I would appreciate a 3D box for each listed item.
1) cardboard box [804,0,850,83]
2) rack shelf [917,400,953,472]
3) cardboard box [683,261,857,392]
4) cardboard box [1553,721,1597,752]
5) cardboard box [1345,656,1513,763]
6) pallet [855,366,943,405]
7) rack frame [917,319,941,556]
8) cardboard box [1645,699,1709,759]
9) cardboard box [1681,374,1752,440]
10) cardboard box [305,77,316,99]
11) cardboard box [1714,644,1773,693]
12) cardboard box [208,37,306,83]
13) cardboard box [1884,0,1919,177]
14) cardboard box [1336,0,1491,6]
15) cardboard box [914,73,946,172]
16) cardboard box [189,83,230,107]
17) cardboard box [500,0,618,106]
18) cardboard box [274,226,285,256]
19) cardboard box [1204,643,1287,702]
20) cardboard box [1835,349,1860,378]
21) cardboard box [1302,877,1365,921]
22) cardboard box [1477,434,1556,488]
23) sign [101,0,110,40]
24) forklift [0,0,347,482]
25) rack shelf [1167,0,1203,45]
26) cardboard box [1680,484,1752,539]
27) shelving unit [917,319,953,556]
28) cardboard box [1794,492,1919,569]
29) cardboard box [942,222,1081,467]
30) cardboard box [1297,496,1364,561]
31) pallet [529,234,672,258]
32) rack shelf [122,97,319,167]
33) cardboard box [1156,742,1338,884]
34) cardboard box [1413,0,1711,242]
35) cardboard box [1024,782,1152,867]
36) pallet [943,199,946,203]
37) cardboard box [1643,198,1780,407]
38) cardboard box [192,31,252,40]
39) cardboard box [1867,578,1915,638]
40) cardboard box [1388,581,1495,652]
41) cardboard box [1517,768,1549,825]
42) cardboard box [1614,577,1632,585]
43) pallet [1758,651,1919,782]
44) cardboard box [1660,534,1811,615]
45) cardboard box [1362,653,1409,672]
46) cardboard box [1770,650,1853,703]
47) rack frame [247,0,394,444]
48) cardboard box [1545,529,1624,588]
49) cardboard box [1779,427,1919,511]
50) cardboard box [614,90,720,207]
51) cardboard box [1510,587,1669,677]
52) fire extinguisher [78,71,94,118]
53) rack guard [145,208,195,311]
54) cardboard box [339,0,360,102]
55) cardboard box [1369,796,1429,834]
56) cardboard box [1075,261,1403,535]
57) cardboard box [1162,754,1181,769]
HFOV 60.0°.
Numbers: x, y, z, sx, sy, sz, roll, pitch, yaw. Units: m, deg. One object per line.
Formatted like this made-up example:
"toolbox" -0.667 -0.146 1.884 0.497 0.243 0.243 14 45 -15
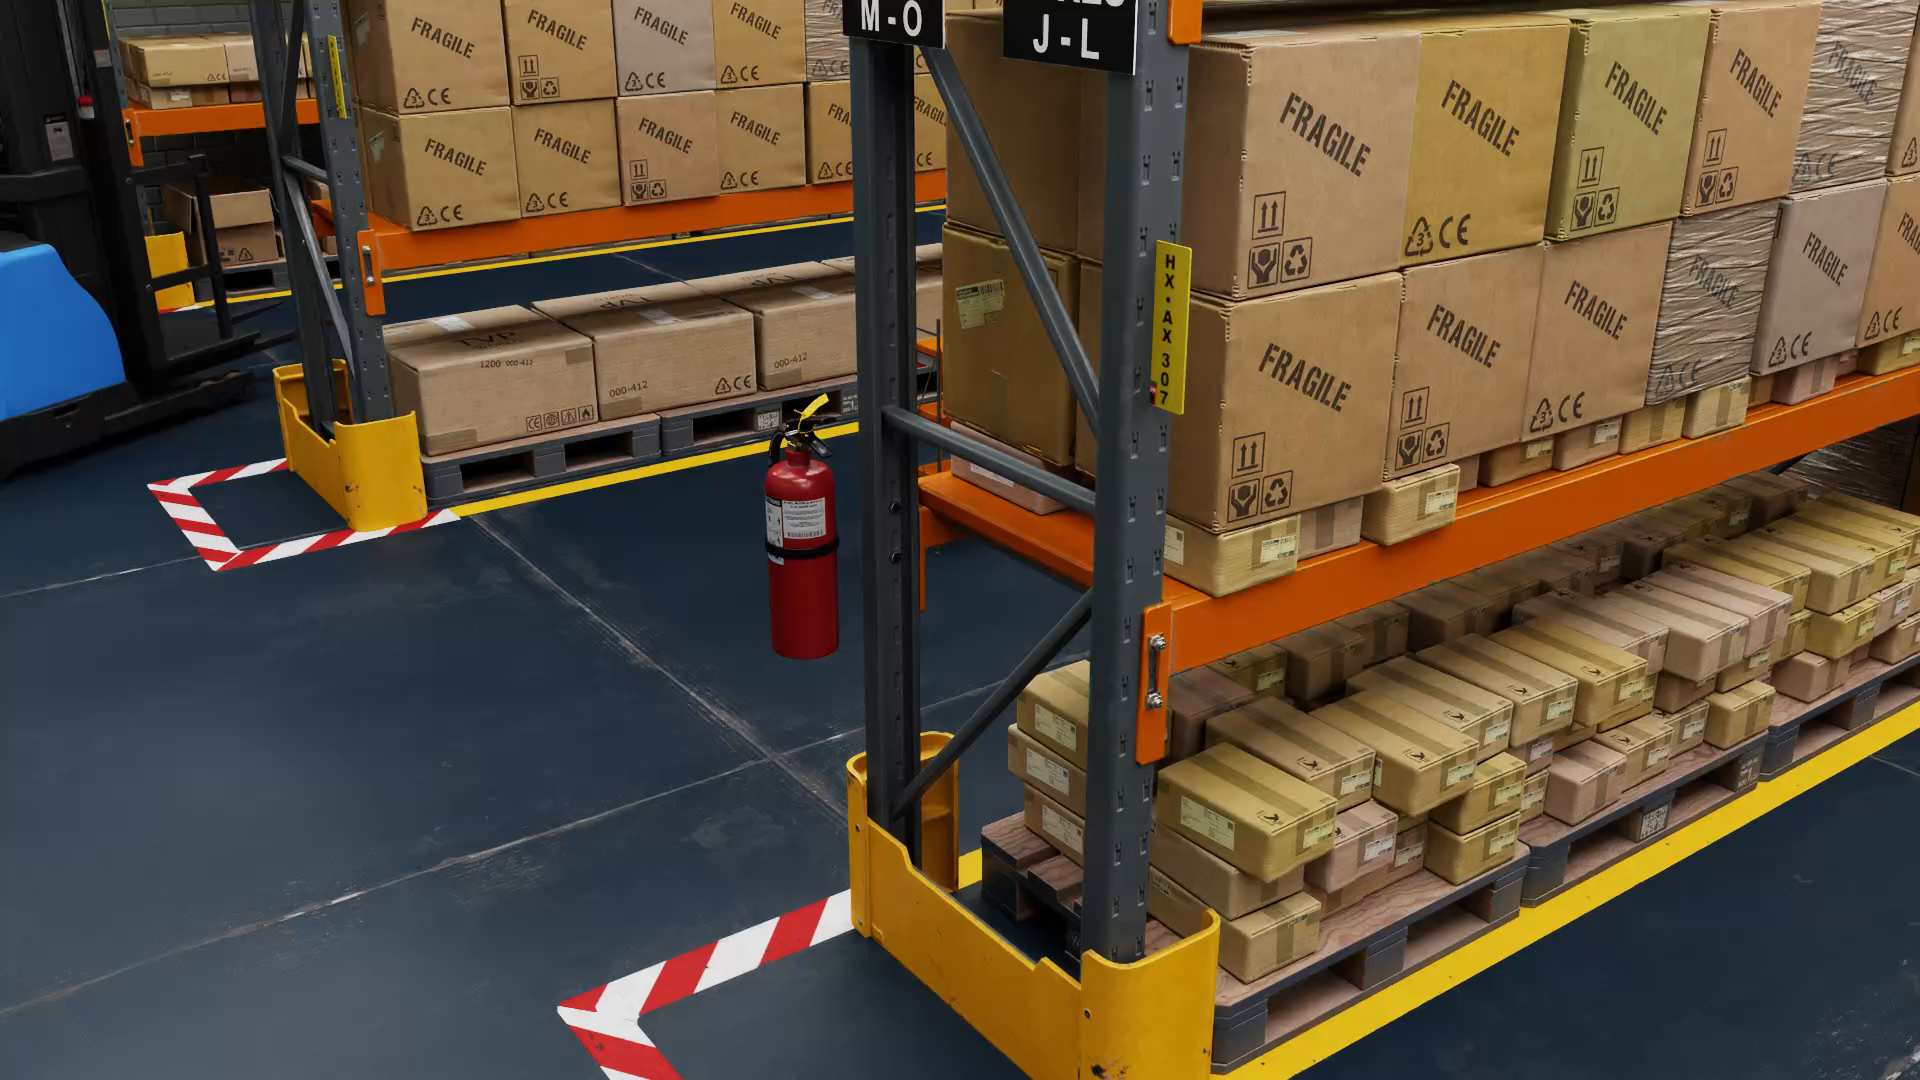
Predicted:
"cardboard box" -0.687 -2.607 8.400 0.500 0.500 0.500 -15 26 -32
"rack shelf" -0.043 -0.466 7.177 0.240 0.259 0.215 -15 26 -33
"cardboard box" -0.939 -1.210 9.271 0.875 0.438 0.875 -16 27 -34
"cardboard box" 1.690 0.484 5.016 0.250 0.149 0.380 -13 25 -30
"cardboard box" 1.295 0.482 4.618 0.250 0.149 0.380 -16 27 -35
"pallet" -0.303 -1.066 9.783 1.213 0.211 1.003 -15 26 -33
"rack frame" -0.142 -0.450 7.107 0.008 1.050 0.200 -15 26 -33
"cardboard box" 2.122 0.542 5.271 0.250 0.149 0.380 -14 26 -32
"cardboard box" 2.010 -0.426 4.755 0.250 0.149 0.380 -14 26 -32
"cardboard box" -4.537 -3.233 11.789 0.250 0.149 0.380 -14 26 -32
"cardboard box" 2.386 0.331 5.398 0.250 0.149 0.380 -14 26 -32
"cardboard box" -4.855 -3.324 11.480 0.500 0.250 0.500 -15 26 -32
"cardboard box" 2.692 -1.387 4.940 0.500 0.500 0.500 -16 27 -34
"cardboard box" 1.140 -1.217 4.513 0.500 0.500 0.500 -13 25 -30
"cardboard box" -0.282 -2.258 8.874 0.500 0.500 0.500 -16 27 -34
"cardboard box" -5.183 -3.070 11.381 0.250 0.149 0.380 -14 26 -32
"cardboard box" -1.916 -2.279 7.577 0.500 0.500 0.500 -16 27 -34
"cardboard box" -4.870 -2.184 12.102 0.250 0.149 0.380 -16 27 -35
"cardboard box" 0.741 0.361 4.921 0.250 0.149 0.380 -16 27 -34
"cardboard box" 2.591 -0.622 5.248 0.250 0.149 0.380 -16 27 -34
"cardboard box" 0.862 0.862 4.470 0.250 0.149 0.380 -15 26 -33
"cardboard box" 1.337 -0.282 4.395 0.250 0.149 0.380 -15 26 -33
"sign" -5.472 -3.368 10.621 0.005 0.325 0.100 -15 26 -33
"forklift" -4.628 -2.127 8.771 1.130 2.935 3.031 9 23 21
"rack shelf" 1.709 -1.661 4.435 4.000 0.370 1.077 -15 26 -33
"cardboard box" 2.674 -0.128 6.148 0.250 0.149 0.380 -13 25 -30
"shelving unit" -0.043 -0.476 7.173 0.252 1.050 0.215 -15 26 -33
"cardboard box" 3.196 -0.027 5.894 0.250 0.149 0.380 -14 26 -31
"cardboard box" 0.300 -0.528 4.137 0.500 0.500 0.500 -14 26 -32
"cardboard box" 0.722 -0.091 3.917 0.250 0.149 0.380 -14 26 -31
"pallet" -3.100 -2.551 13.505 1.213 0.211 1.003 -15 26 -33
"rack shelf" -4.166 -3.228 12.408 4.000 0.370 1.077 -15 26 -33
"cardboard box" 0.709 0.672 4.141 0.250 0.149 0.380 -16 27 -35
"cardboard box" 1.446 -1.052 4.101 0.500 0.500 0.500 -16 27 -34
"cardboard box" 0.391 0.783 4.666 0.250 0.149 0.380 -14 26 -32
"pallet" 0.076 -3.415 15.670 1.213 0.211 1.003 -15 26 -33
"cardboard box" 1.846 -0.706 4.581 0.500 0.500 0.500 -16 27 -34
"cardboard box" -5.152 -3.488 11.891 0.500 0.250 0.500 -15 26 -33
"cardboard box" 3.050 0.182 5.771 0.250 0.149 0.380 -16 27 -35
"cardboard box" 1.452 0.226 5.260 0.250 0.149 0.380 -16 27 -35
"cardboard box" 1.483 0.700 4.876 0.250 0.149 0.380 -15 26 -33
"cardboard box" 2.301 0.141 5.874 0.250 0.149 0.380 -17 27 -35
"pallet" 2.808 0.416 6.068 1.213 0.211 1.003 -15 26 -33
"cardboard box" 2.557 0.129 5.503 0.250 0.149 0.380 -14 26 -31
"cardboard box" 1.181 0.393 5.244 0.250 0.149 0.380 -14 26 -32
"cardboard box" 2.777 0.389 5.654 0.250 0.149 0.380 -16 27 -35
"rack frame" -2.887 -1.636 7.450 0.127 3.000 1.000 -15 26 -33
"cardboard box" 2.044 0.035 5.738 0.250 0.149 0.380 -14 26 -32
"cardboard box" 3.786 -0.305 6.919 0.500 0.500 0.500 -16 26 -34
"cardboard box" -1.512 -1.923 8.033 0.500 0.500 0.500 -15 26 -33
"cardboard box" 1.914 0.298 5.079 0.250 0.149 0.380 -15 26 -33
"fire extinguisher" -5.639 -2.749 10.846 0.183 0.674 0.296 -15 26 -33
"rack guard" -5.728 -1.984 11.695 0.348 0.500 1.175 -15 26 -33
"cardboard box" -2.635 -2.323 7.687 0.500 0.500 0.500 -14 26 -31
"cardboard box" 1.063 0.664 4.564 0.250 0.149 0.380 -15 26 -32
"cardboard box" 0.611 -0.368 3.734 0.500 0.500 0.500 -14 25 -30
"cardboard box" 0.591 0.581 4.771 0.250 0.149 0.380 -16 27 -34
